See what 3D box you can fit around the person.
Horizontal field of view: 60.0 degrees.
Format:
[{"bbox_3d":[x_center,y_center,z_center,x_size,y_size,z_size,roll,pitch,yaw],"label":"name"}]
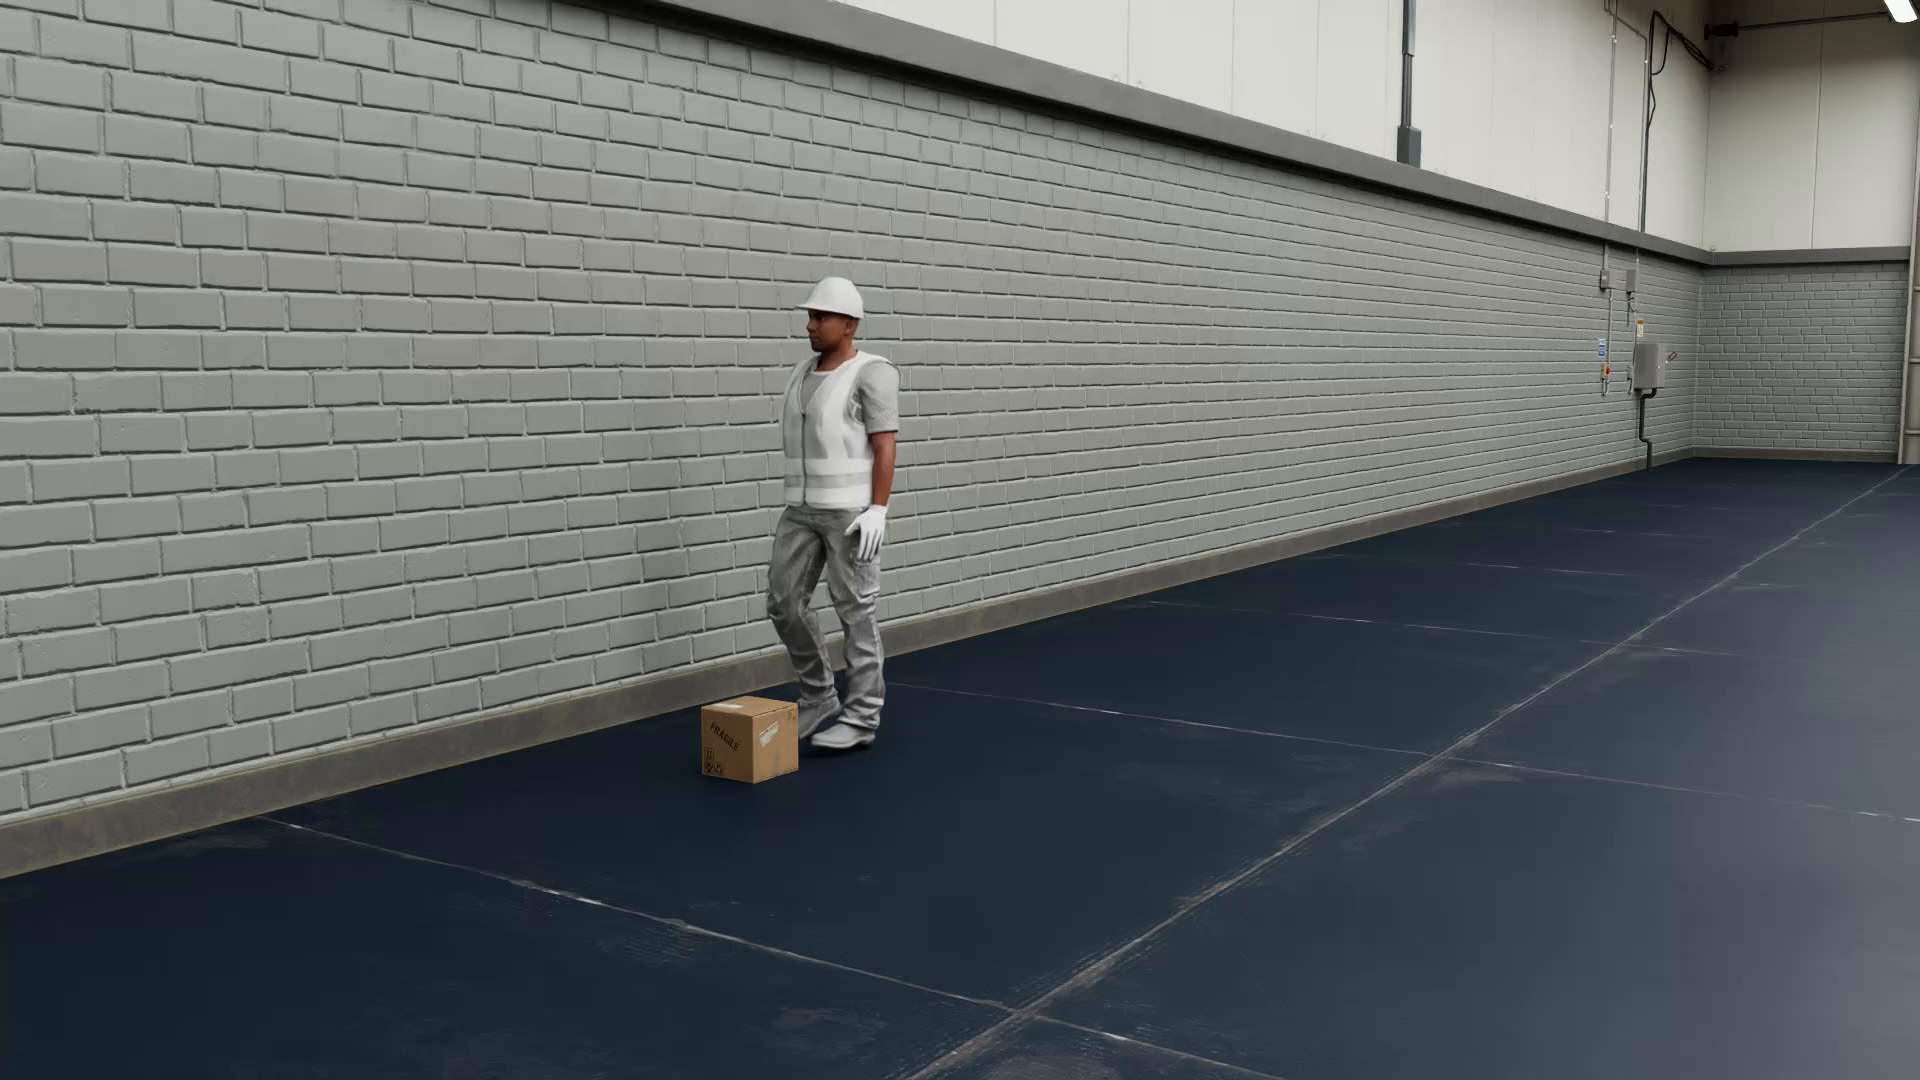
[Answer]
[{"bbox_3d":[-0.492,-0.083,6.370,0.570,1.827,0.383,5,8,40],"label":"person"}]
